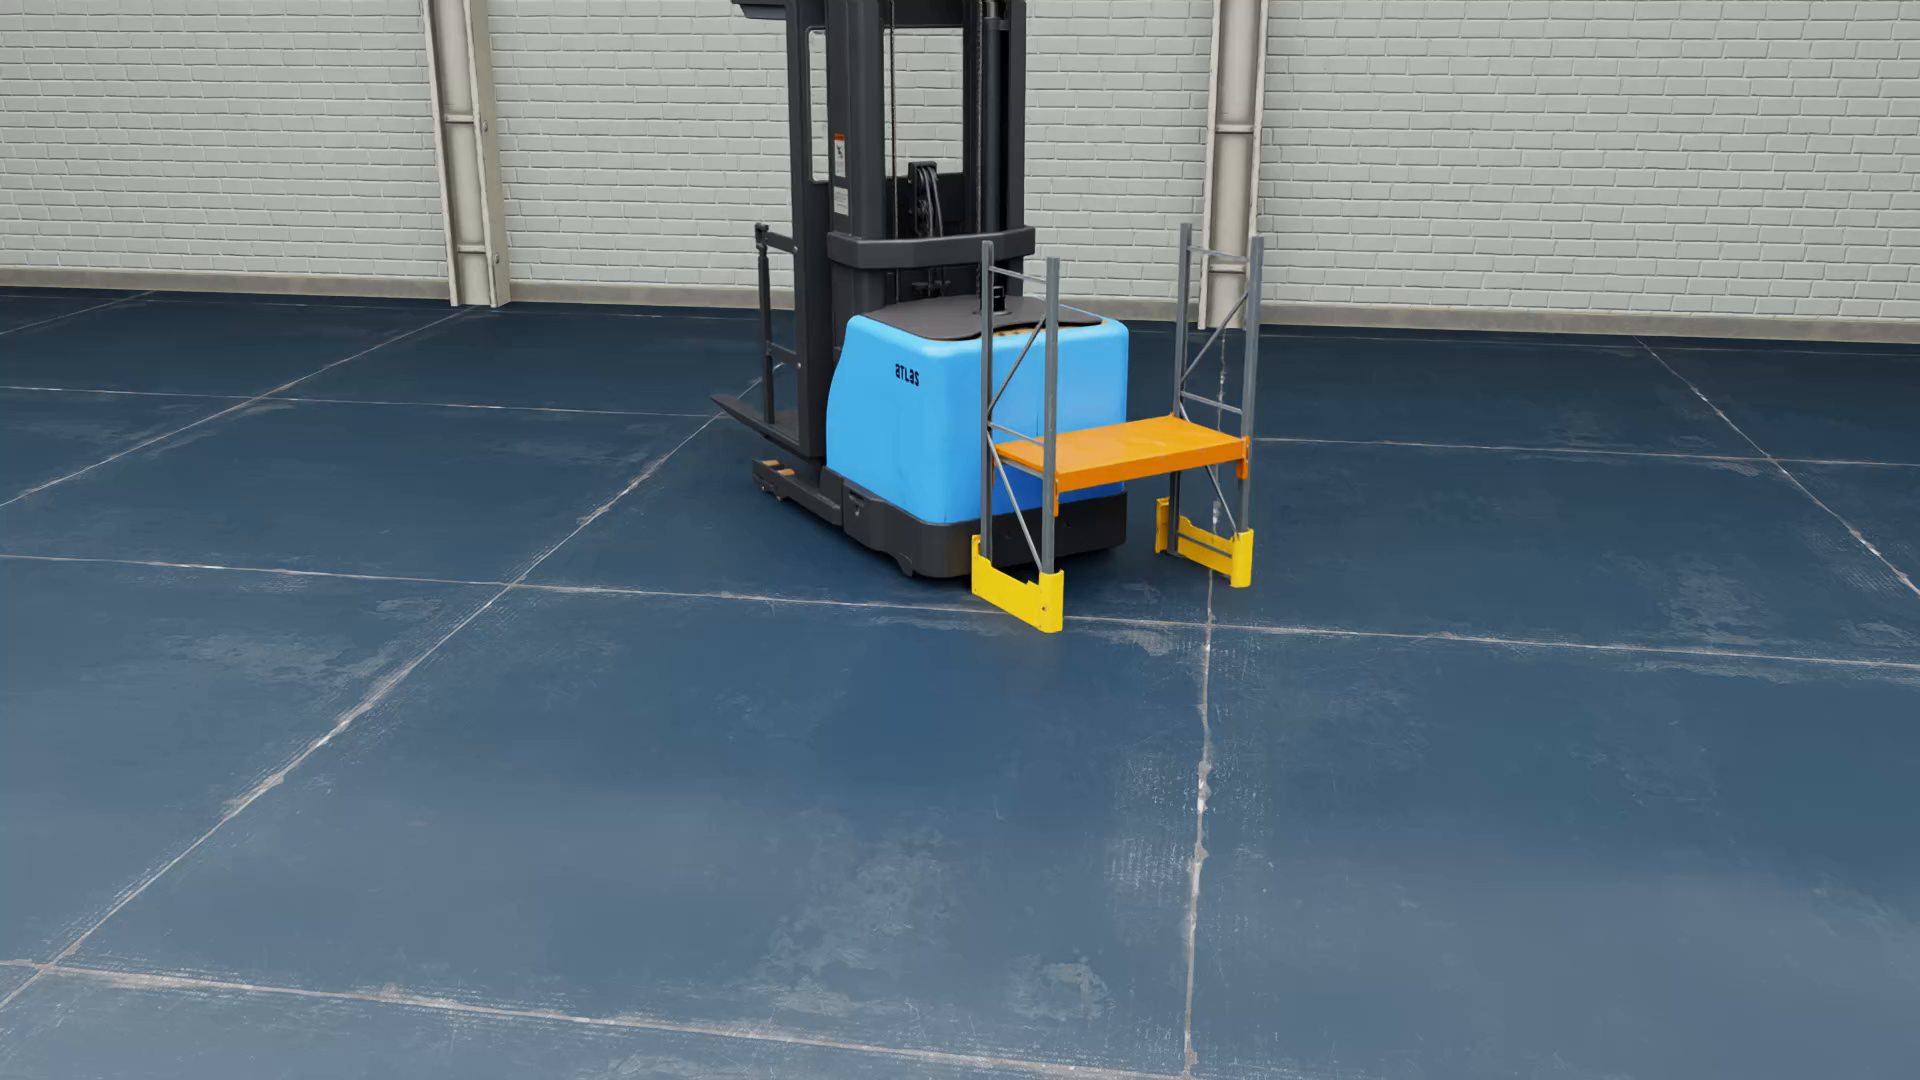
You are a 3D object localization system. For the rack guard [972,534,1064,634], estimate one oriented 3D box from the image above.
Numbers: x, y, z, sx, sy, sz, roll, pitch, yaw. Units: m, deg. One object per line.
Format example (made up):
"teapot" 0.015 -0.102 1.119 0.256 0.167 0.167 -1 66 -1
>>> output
"rack guard" 0.232 0.174 6.888 0.087 0.250 0.587 -11 22 -30

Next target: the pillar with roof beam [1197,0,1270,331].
"pillar with roof beam" 1.334 -4.552 7.226 0.400 9.000 9.100 3 19 9

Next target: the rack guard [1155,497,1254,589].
"rack guard" 1.078 0.007 7.387 0.087 0.250 0.587 -11 22 -30

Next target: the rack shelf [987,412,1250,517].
"rack shelf" 0.663 -0.333 7.001 1.000 0.185 0.538 -11 22 -30

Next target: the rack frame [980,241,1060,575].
"rack frame" 0.231 -0.418 6.689 0.032 1.500 0.500 -11 22 -30

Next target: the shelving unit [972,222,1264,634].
"shelving unit" 0.655 -0.502 6.939 1.083 1.500 0.587 -11 22 -30

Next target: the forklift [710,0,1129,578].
"forklift" -0.407 -1.647 8.106 1.130 2.935 3.031 -10 21 -28

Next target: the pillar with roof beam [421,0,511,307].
"pillar with roof beam" -4.590 -4.854 8.129 0.400 9.000 9.100 3 19 9

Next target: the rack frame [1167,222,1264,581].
"rack frame" 1.094 -0.589 7.198 0.032 1.500 0.500 -11 22 -30
